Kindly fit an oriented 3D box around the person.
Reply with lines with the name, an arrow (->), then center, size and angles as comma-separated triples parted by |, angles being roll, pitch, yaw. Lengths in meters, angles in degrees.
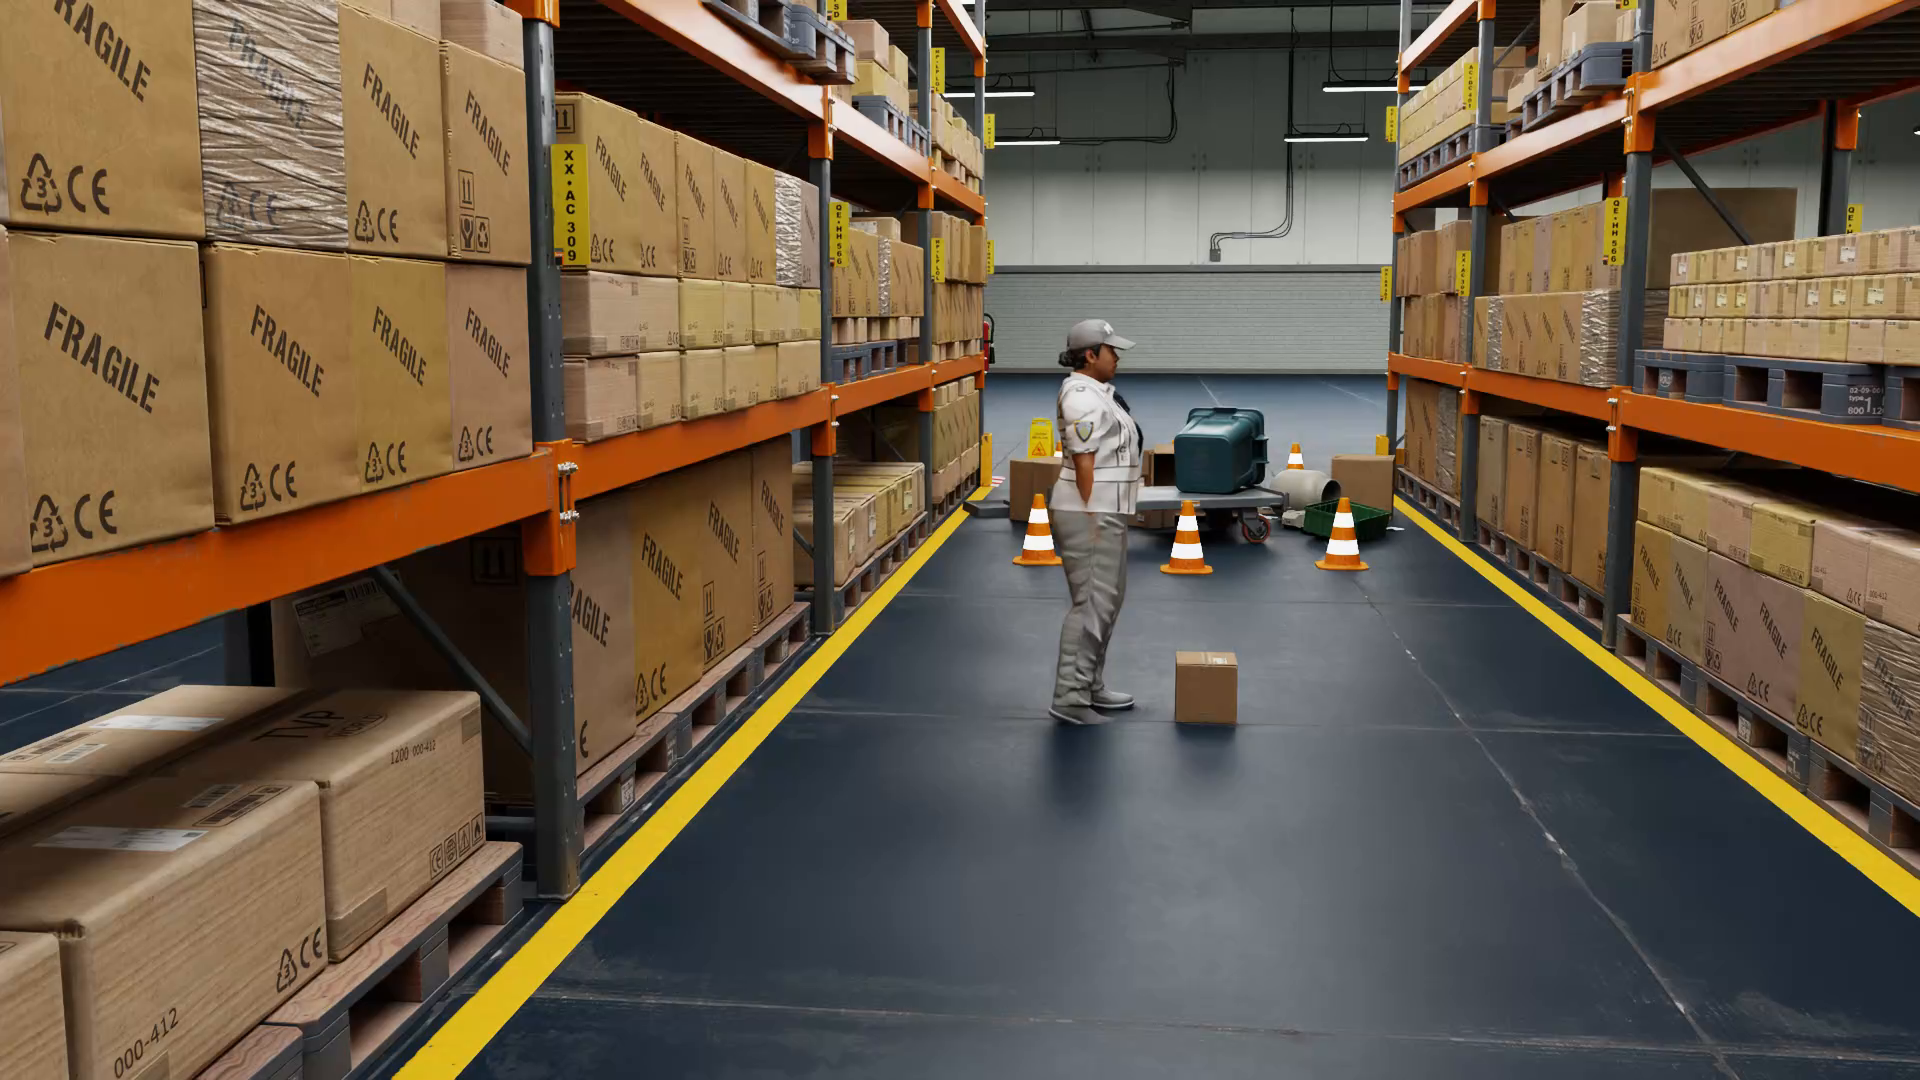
person -> 0.566, -0.070, 6.964 | 0.386, 1.695, 0.467 | 1, 8, 8
